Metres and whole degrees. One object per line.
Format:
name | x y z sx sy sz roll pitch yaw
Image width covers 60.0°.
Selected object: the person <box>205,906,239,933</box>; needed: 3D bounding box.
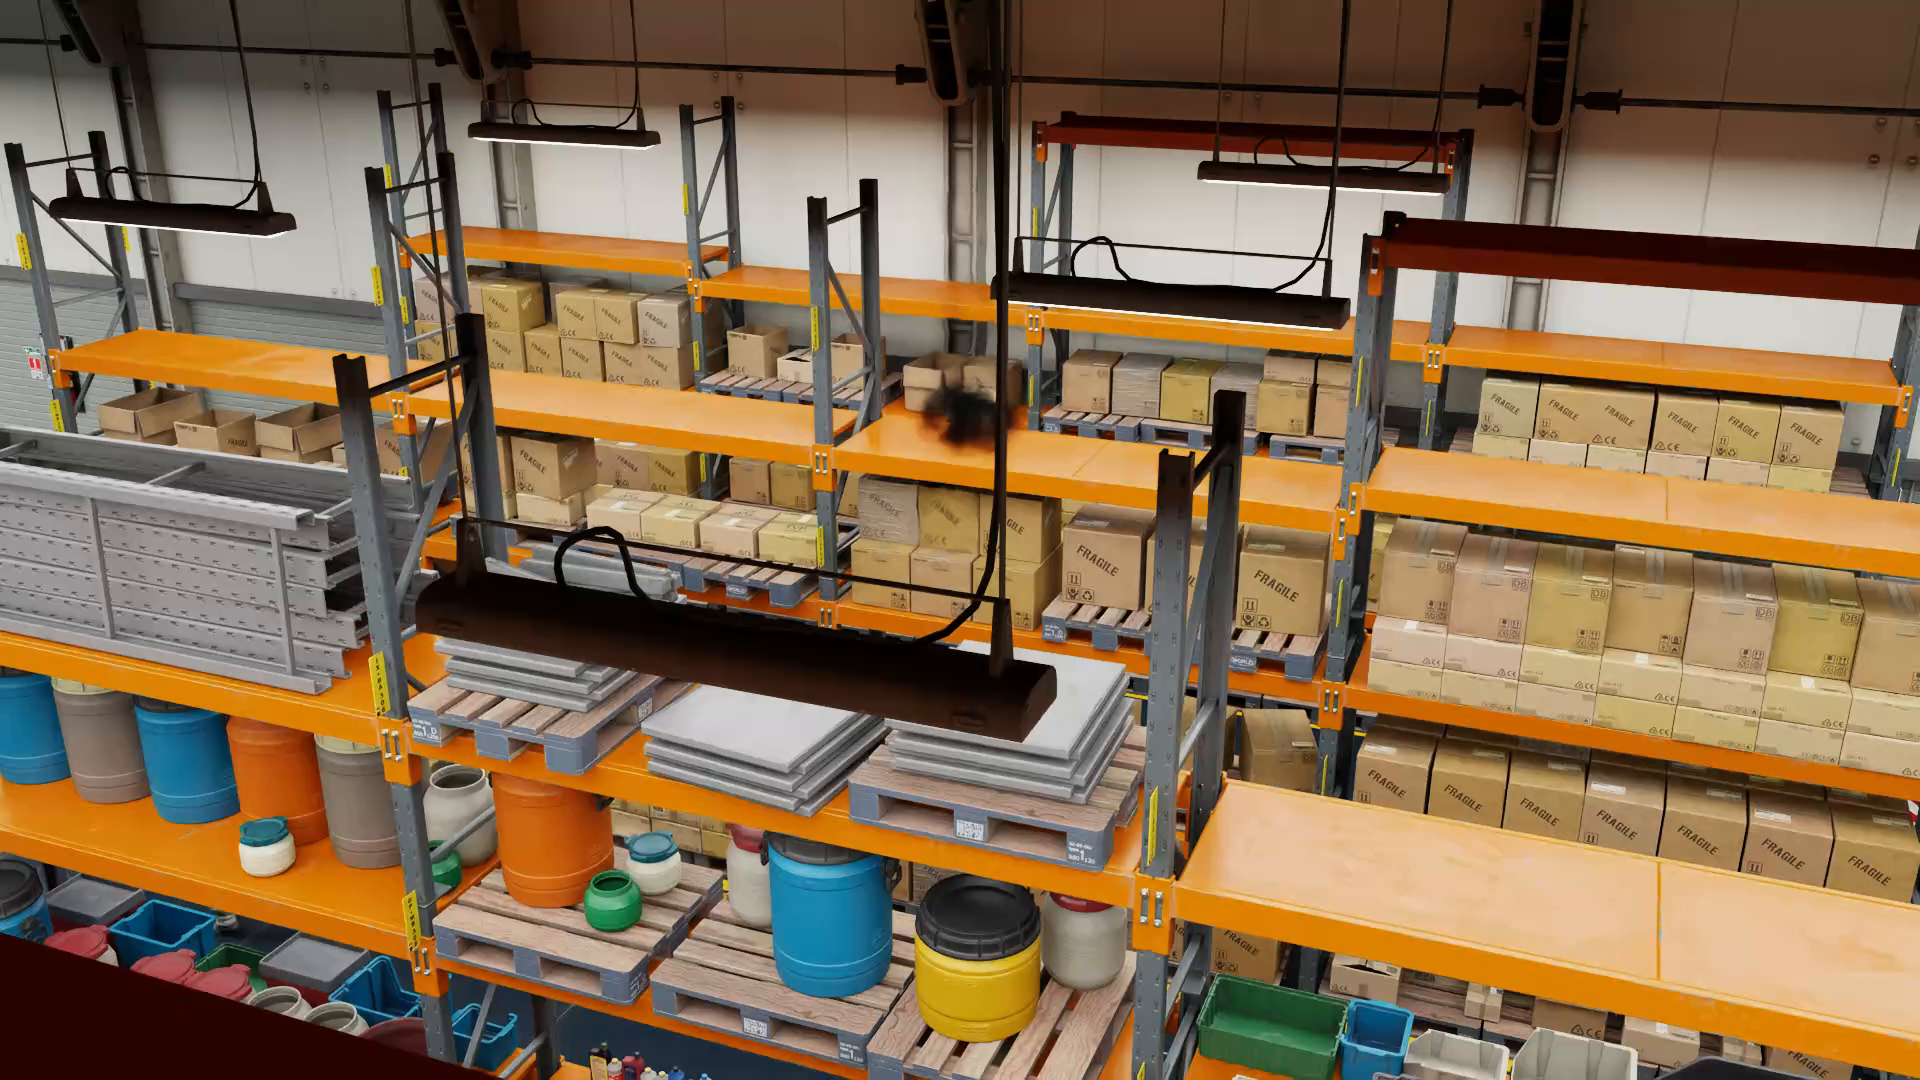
person | -6.021 2.457 13.538 0.611 1.752 0.670 3 21 7
